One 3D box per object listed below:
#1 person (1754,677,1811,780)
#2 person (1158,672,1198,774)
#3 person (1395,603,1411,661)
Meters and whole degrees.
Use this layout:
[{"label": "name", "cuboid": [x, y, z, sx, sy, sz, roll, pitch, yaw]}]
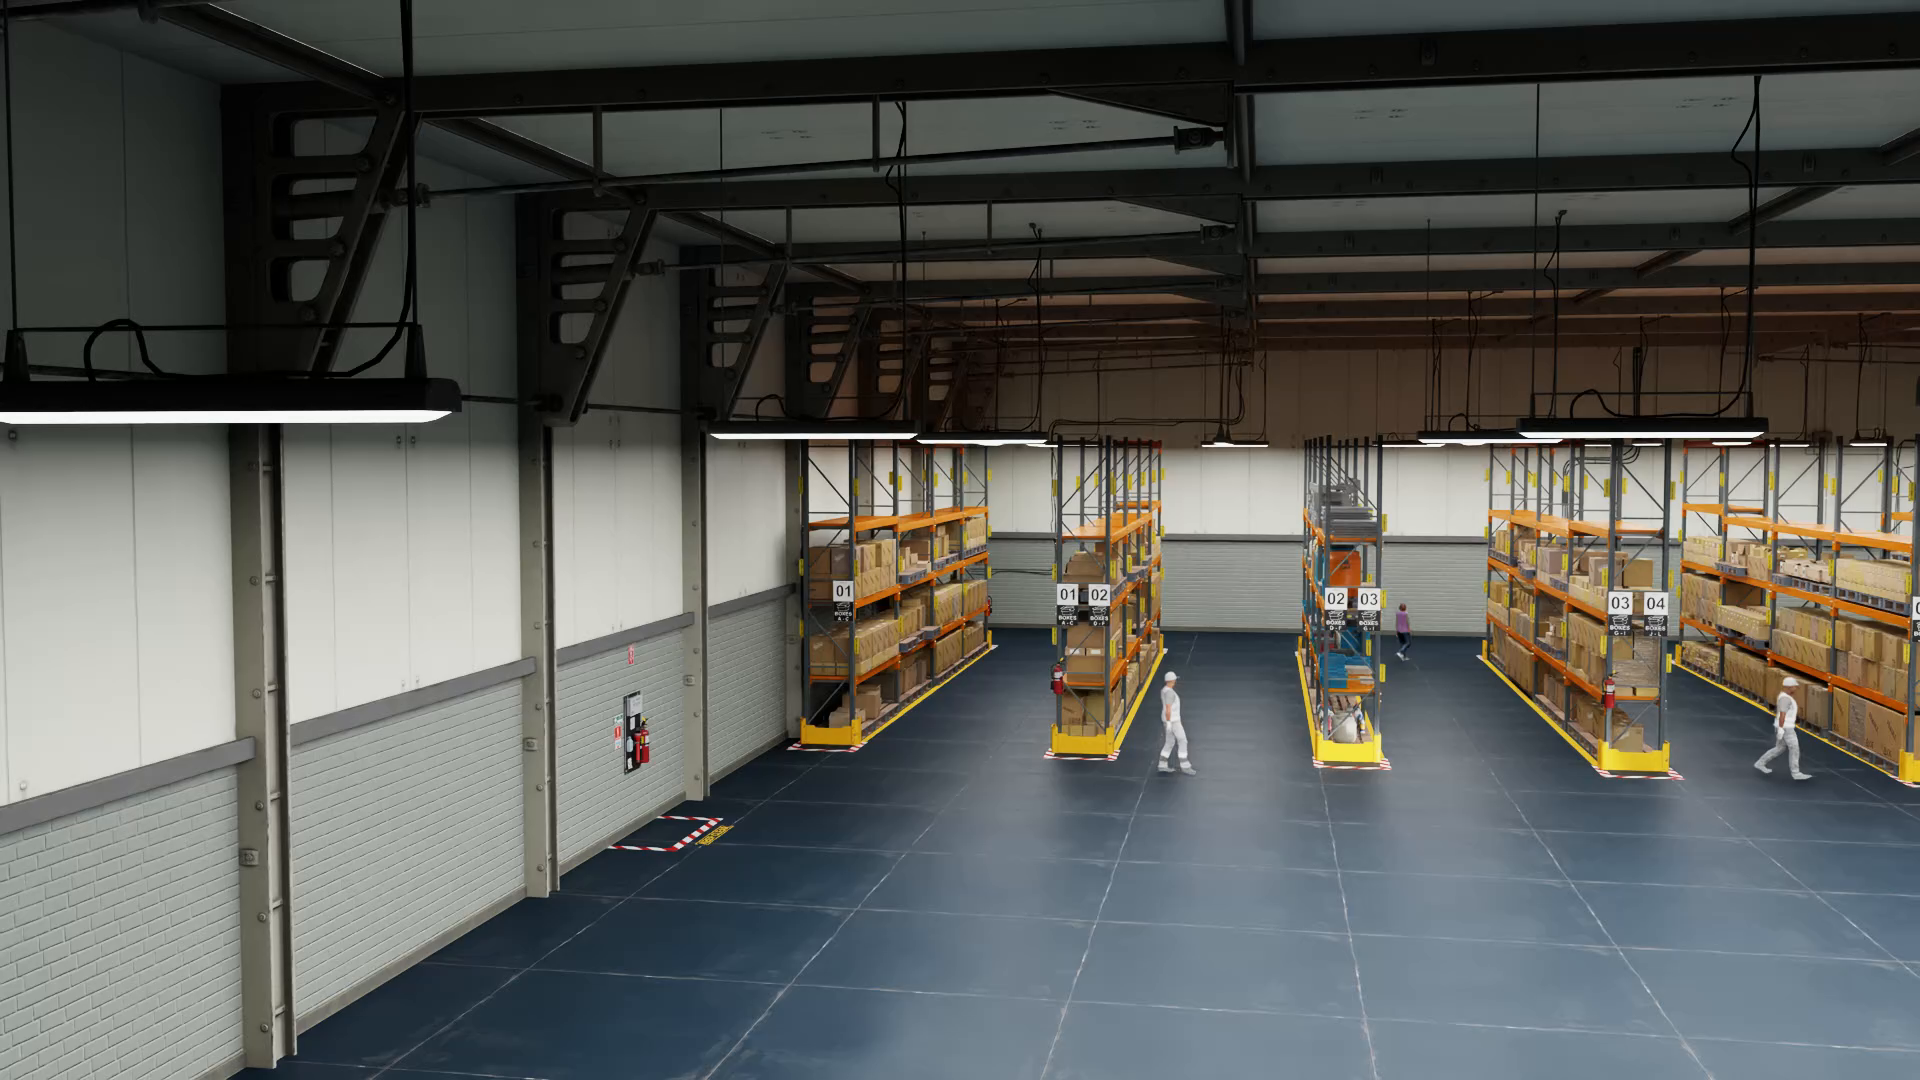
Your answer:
[{"label": "person", "cuboid": [14.389, 3.279, 29.066, 0.869, 1.764, 0.573, 1, 3, 20]}, {"label": "person", "cuboid": [3.854, 3.234, 29.501, 0.659, 1.792, 0.562, 0, 3, -7]}, {"label": "person", "cuboid": [11.955, 2.490, 44.922, 0.721, 1.584, 0.455, -3, 4, -45]}]
